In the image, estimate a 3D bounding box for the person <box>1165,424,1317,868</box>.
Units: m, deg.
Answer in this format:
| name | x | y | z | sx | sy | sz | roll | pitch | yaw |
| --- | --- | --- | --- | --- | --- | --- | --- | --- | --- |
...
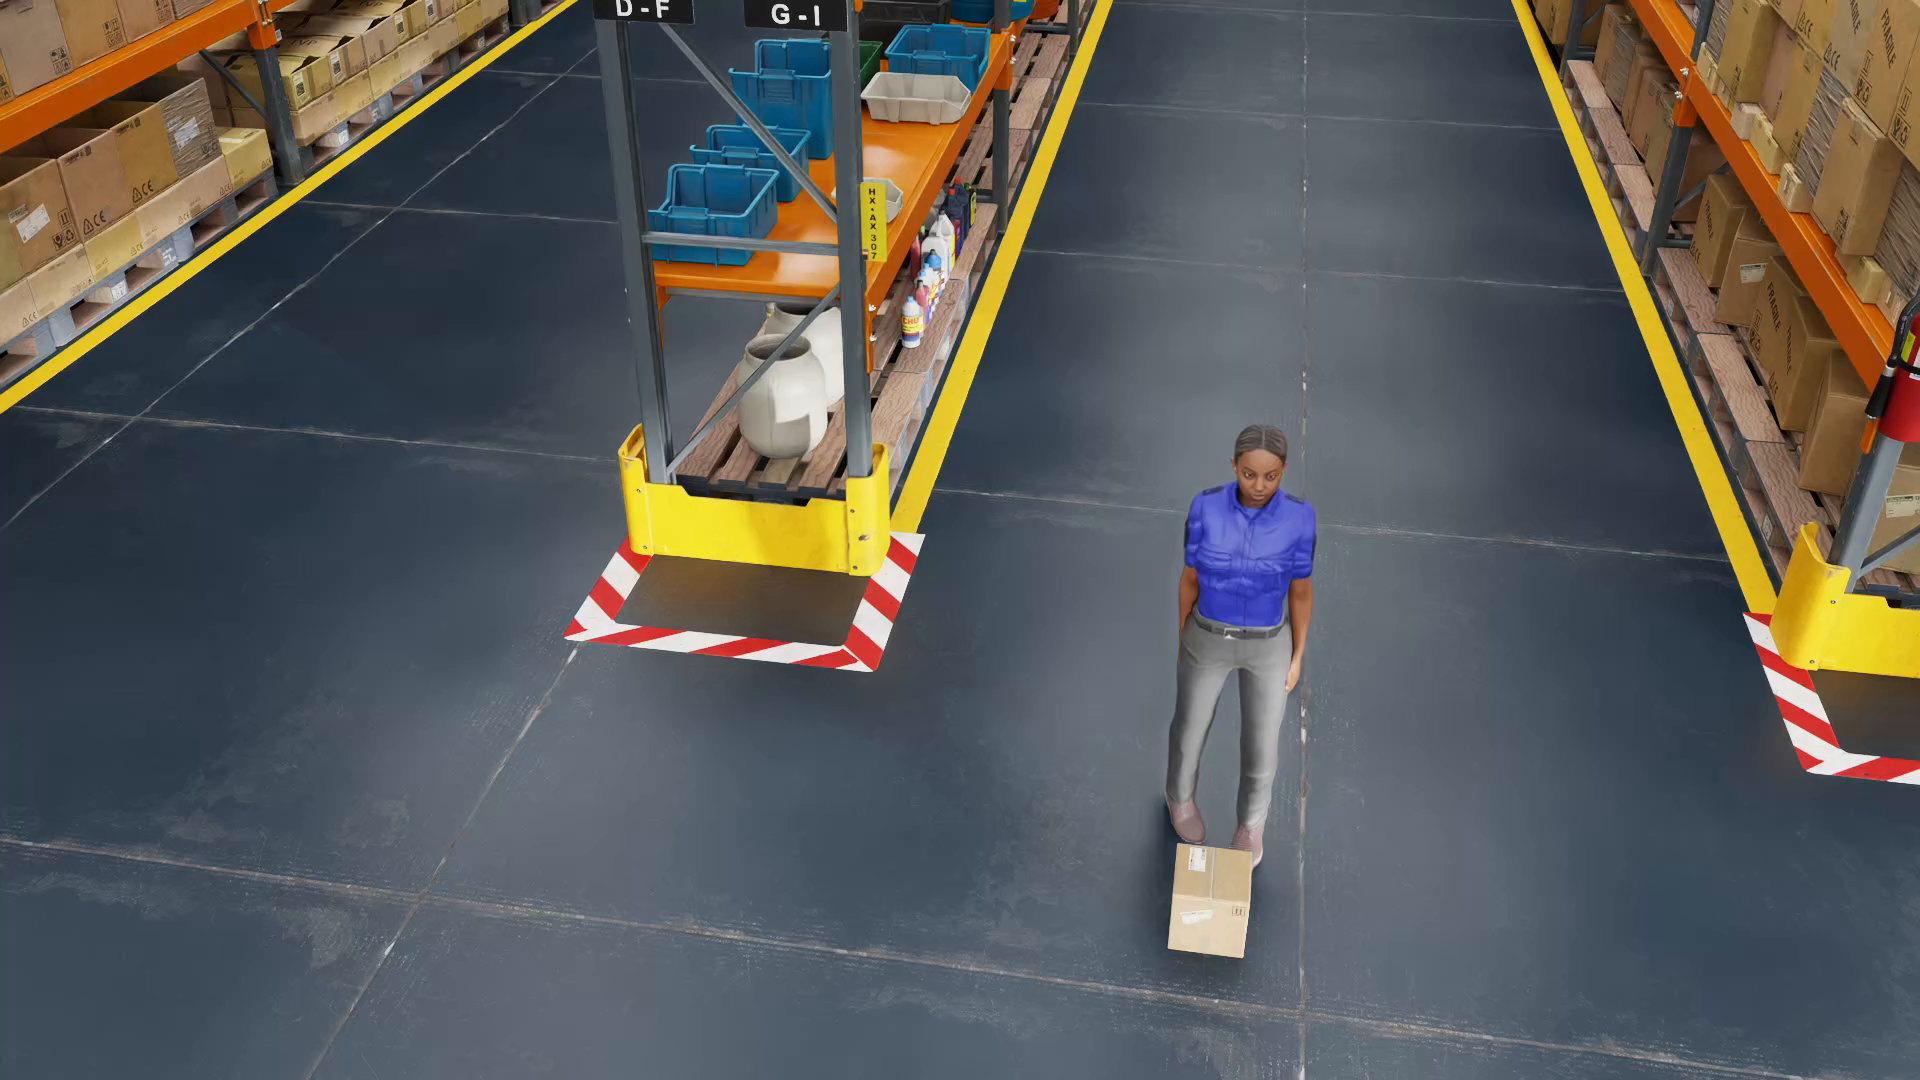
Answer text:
| name | x | y | z | sx | sy | sz | roll | pitch | yaw |
| --- | --- | --- | --- | --- | --- | --- | --- | --- | --- |
| person | 0.936 | 0.371 | 5.581 | 0.441 | 1.678 | 0.387 | 6 | 33 | 10 |
